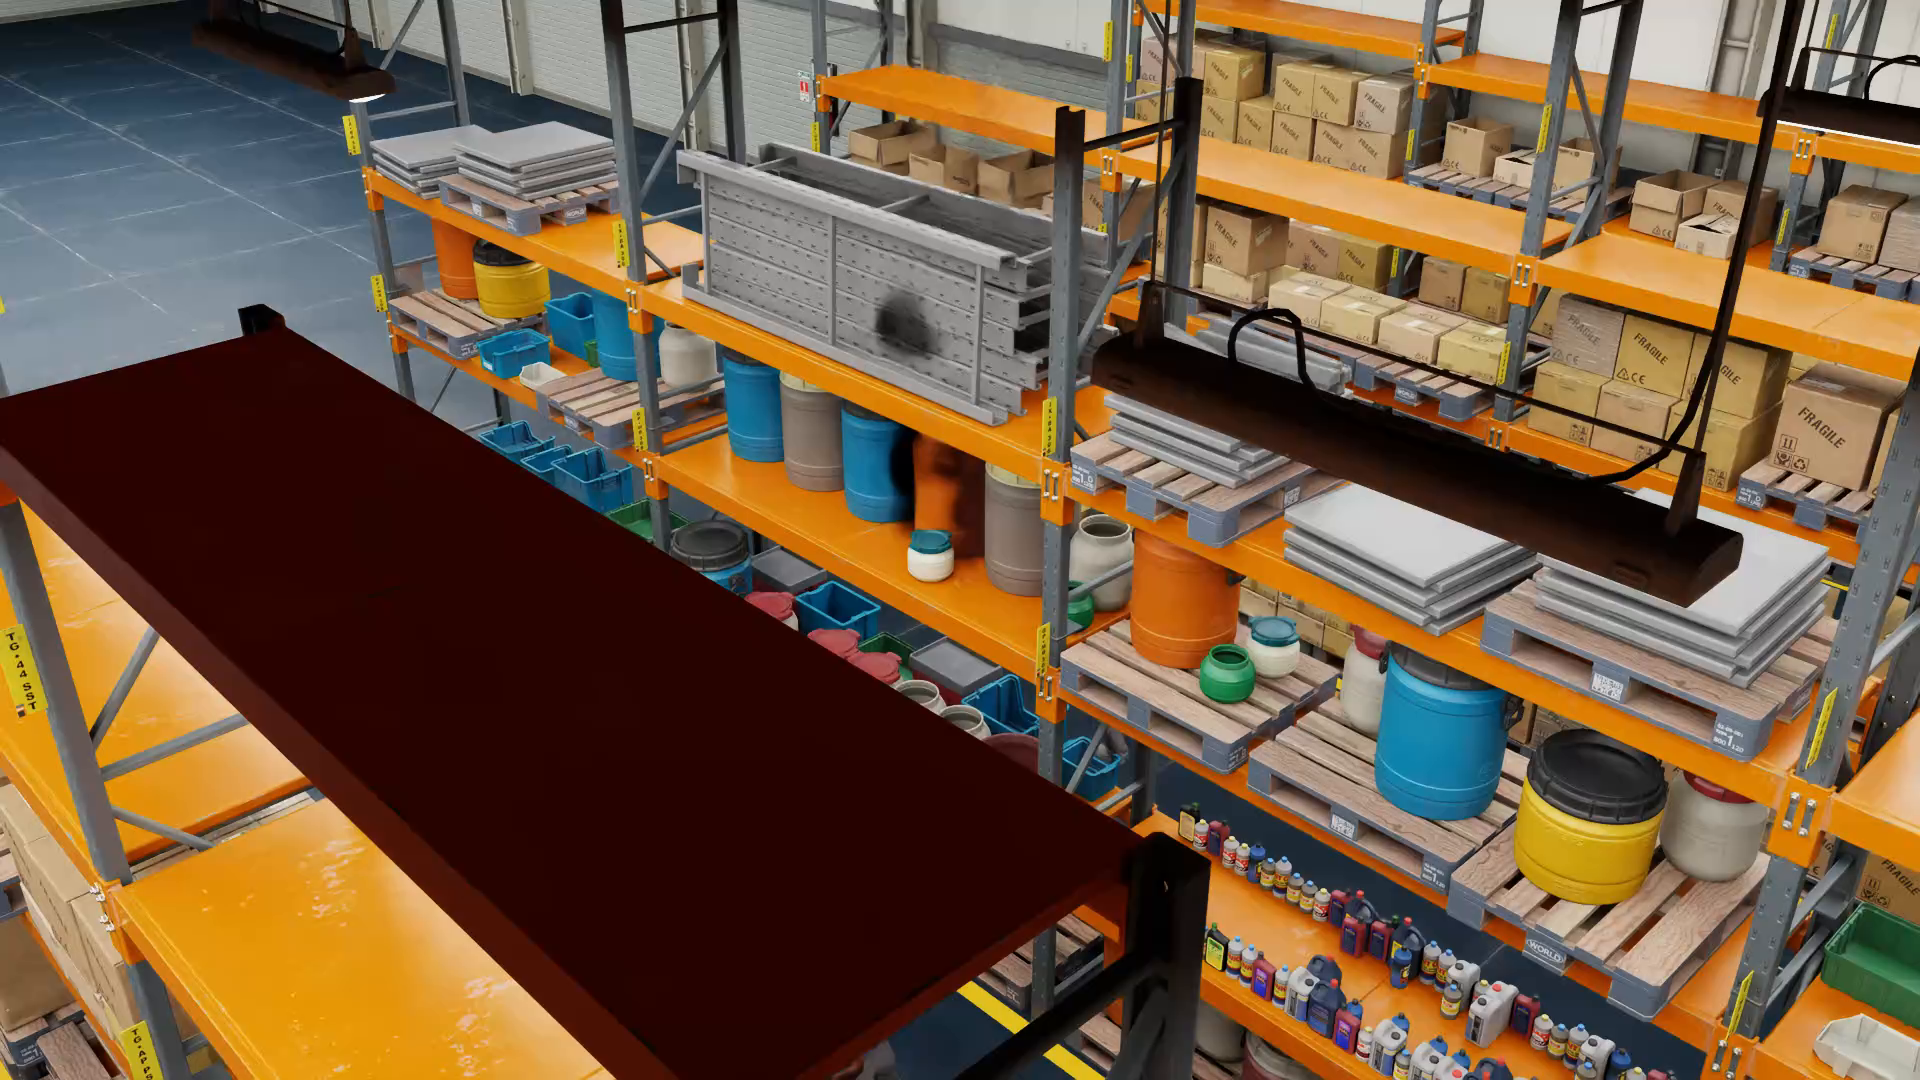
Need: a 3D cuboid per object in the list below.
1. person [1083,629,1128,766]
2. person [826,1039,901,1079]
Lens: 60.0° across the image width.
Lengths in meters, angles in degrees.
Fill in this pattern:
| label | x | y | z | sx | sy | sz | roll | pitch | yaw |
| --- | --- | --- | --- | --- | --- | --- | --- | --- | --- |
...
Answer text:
| label | x | y | z | sx | sy | sz | roll | pitch | yaw |
| --- | --- | --- | --- | --- | --- | --- | --- | --- | --- |
| person | 1.043 | 0.903 | 12.735 | 0.656 | 1.781 | 0.671 | -25 | 37 | -38 |
| person | -0.548 | 2.907 | 9.122 | 0.893 | 1.693 | 0.575 | 21 | 35 | 34 |
